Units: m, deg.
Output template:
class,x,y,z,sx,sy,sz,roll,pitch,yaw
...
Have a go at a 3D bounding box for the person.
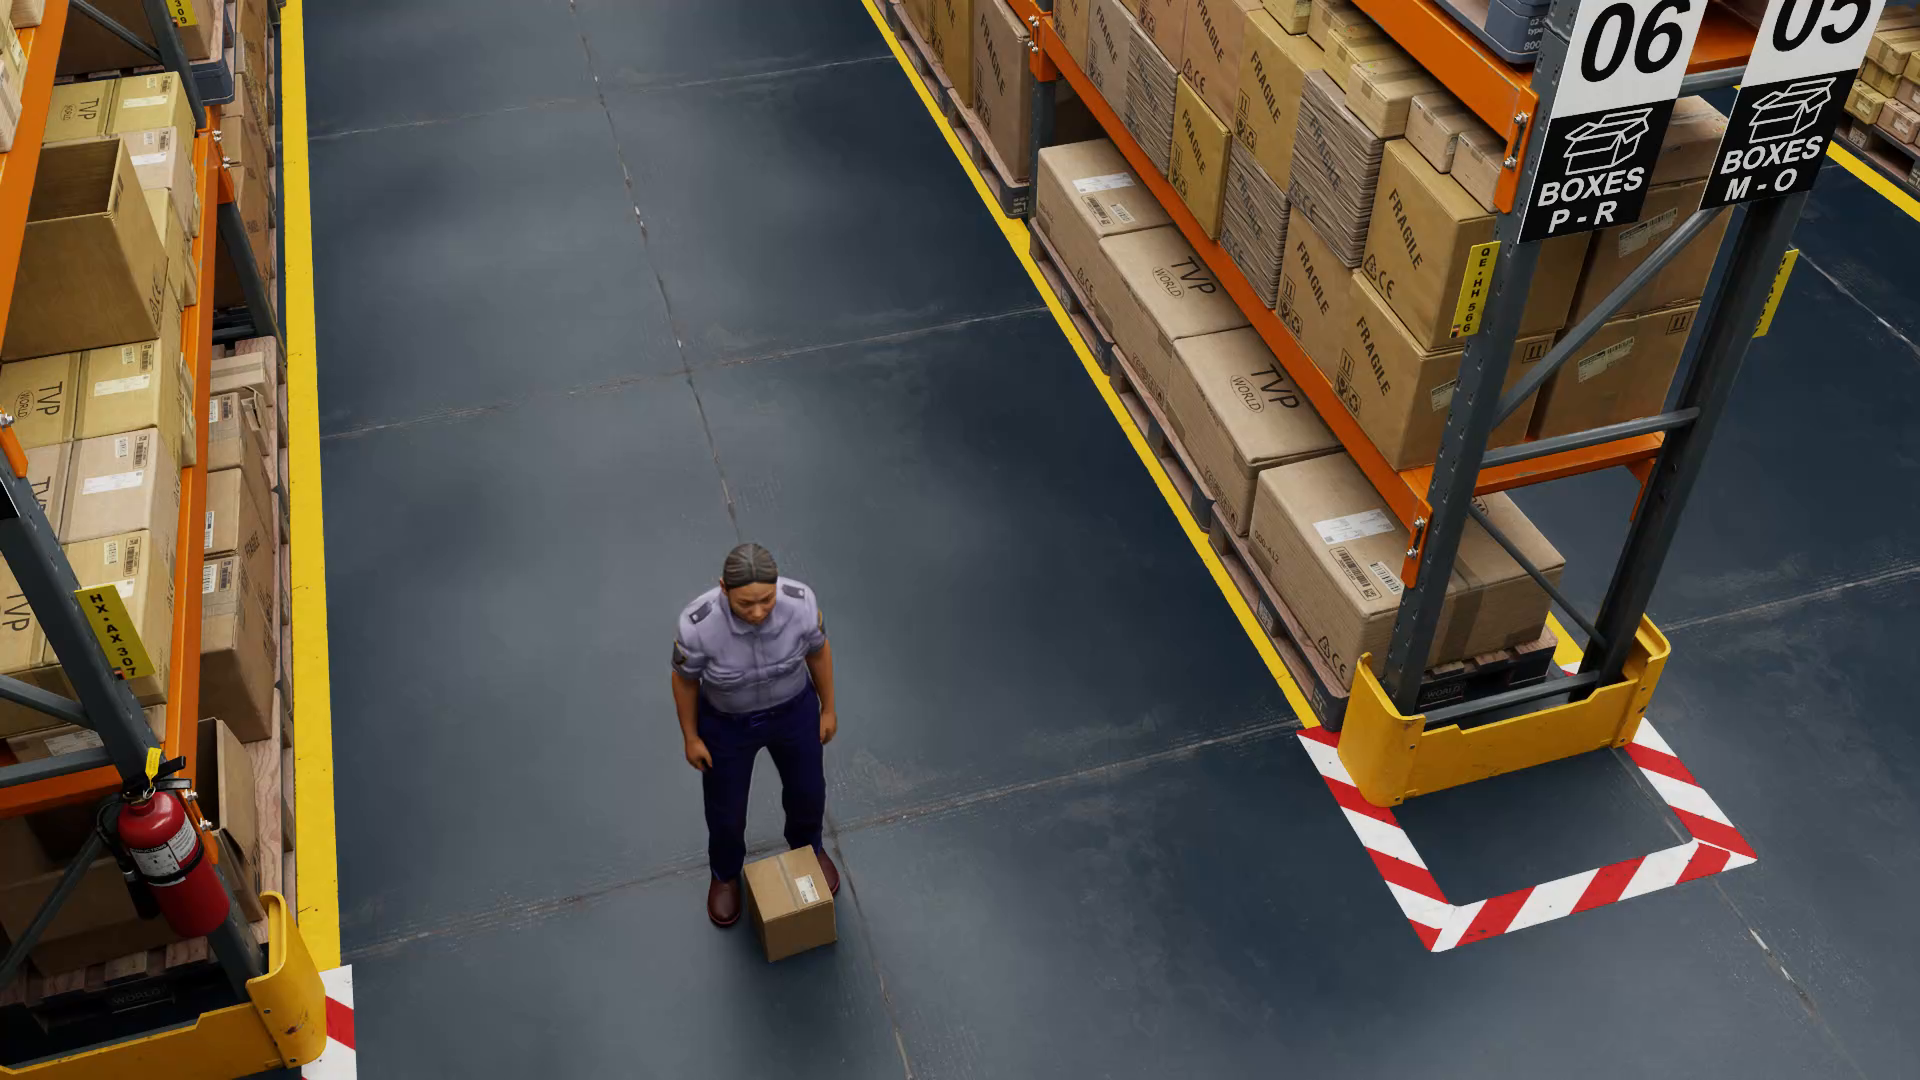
class,x,y,z,sx,sy,sz,roll,pitch,yaw
person,-0.672,0.604,5.509,0.541,1.648,0.368,-12,44,-13
